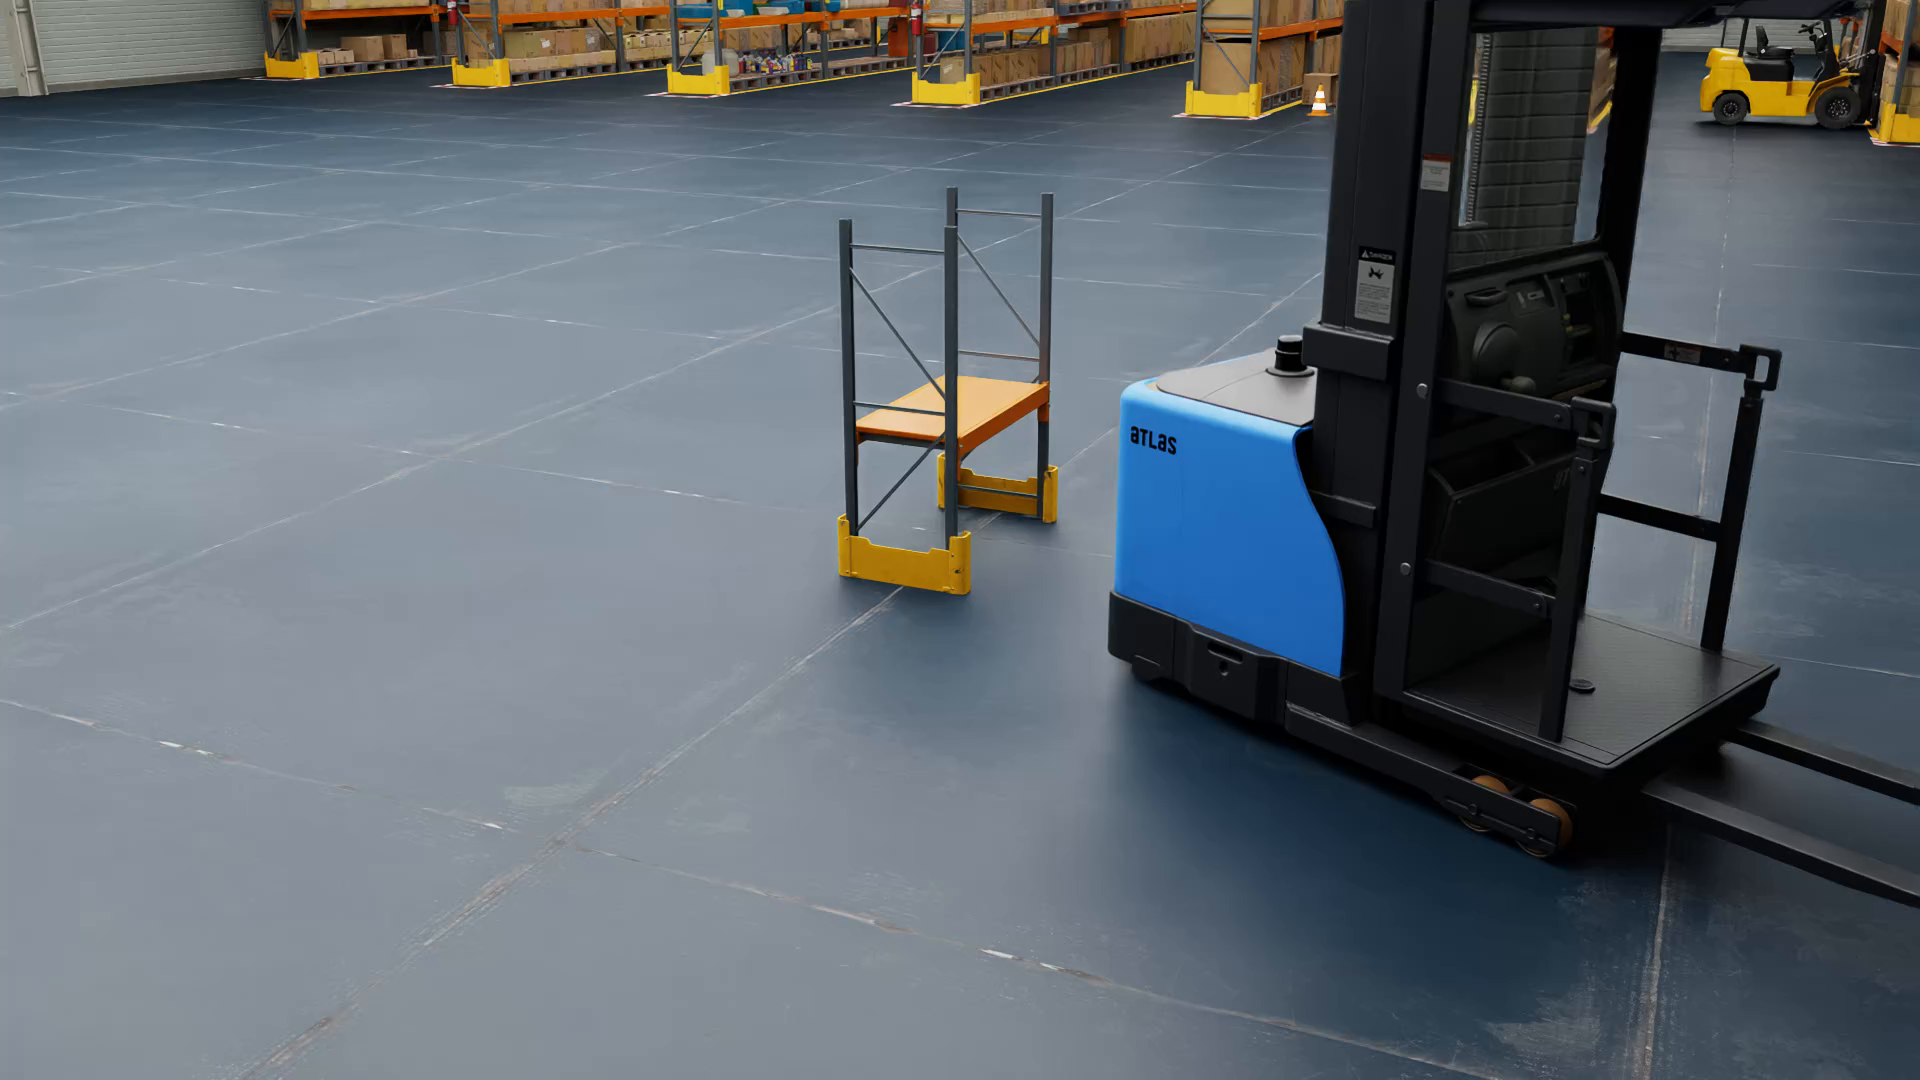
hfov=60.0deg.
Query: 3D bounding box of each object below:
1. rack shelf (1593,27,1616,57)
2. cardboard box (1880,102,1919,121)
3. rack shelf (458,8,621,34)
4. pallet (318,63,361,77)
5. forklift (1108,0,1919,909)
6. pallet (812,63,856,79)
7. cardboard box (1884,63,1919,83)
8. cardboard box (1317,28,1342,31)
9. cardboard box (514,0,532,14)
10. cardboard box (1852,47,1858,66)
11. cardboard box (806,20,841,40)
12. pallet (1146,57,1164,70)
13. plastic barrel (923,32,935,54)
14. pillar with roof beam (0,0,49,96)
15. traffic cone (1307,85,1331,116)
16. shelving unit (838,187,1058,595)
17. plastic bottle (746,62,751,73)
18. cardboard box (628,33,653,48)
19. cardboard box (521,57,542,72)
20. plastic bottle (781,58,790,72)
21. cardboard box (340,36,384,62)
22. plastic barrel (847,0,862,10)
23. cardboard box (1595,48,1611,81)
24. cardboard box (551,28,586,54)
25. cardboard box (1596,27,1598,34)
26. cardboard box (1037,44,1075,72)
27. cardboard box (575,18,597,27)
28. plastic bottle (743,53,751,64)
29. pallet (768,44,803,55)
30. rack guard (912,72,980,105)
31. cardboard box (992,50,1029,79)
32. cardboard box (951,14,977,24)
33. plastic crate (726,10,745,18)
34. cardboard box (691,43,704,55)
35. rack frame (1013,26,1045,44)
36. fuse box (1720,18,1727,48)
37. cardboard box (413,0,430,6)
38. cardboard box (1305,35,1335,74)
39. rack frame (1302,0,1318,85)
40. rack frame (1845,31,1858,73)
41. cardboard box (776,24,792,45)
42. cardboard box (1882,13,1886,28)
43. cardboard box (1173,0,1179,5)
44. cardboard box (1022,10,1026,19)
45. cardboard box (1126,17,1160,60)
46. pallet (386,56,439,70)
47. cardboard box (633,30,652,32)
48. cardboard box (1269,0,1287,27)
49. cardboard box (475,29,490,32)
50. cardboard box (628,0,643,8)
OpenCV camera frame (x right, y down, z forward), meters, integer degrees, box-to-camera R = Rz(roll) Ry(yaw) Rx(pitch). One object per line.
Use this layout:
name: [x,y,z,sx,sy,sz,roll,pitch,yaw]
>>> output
rack shelf: [9.586,-7.847,26.131,1.077,0.370,4.000,9,21,23]
cardboard box: [13.202,-5.984,23.296,0.500,0.250,0.500,9,21,23]
rack shelf: [-8.491,-10.567,33.780,1.077,0.370,4.000,9,21,23]
pallet: [-13.435,-9.927,35.066,1.003,0.211,1.213,9,21,23]
forklift: [1.894,-0.646,4.912,1.130,2.935,3.031,-16,25,-38]
pallet: [-2.868,-9.769,34.622,1.003,0.211,1.213,9,21,23]
cardboard box: [13.405,-6.609,23.560,0.500,0.250,0.500,9,21,24]
cardboard box: [7.527,-10.287,33.903,0.500,0.250,0.500,8,21,21]
cardboard box: [-8.896,-10.644,32.773,0.700,0.500,0.500,9,22,24]
cardboard box: [17.390,-9.150,31.825,0.500,0.500,0.500,8,21,21]
cardboard box: [-3.631,-13.569,44.217,0.797,0.503,0.637,9,21,23]
pallet: [3.895,-10.669,37.153,1.003,0.211,1.213,9,21,23]
plastic barrel: [-0.869,-11.619,38.634,0.600,0.588,0.708,9,21,23]
pillar with roof beam: [-12.863,-11.708,26.960,9.100,9.000,0.400,9,21,23]
traffic cone: [5.723,-6.995,26.448,0.336,0.463,0.334,9,21,23]
shelving unit: [-0.031,-0.683,7.152,0.587,1.500,1.083,9,21,23]
plastic bottle: [-4.134,-9.229,32.462,0.097,0.201,0.097,0,20,0]
cardboard box: [-7.065,-10.929,36.363,0.500,0.311,0.500,8,21,22]
cardboard box: [-8.686,-9.484,33.137,0.500,0.250,0.500,9,21,23]
plastic bottle: [-3.436,-9.318,32.602,0.152,0.276,0.135,9,21,24]
cardboard box: [-12.886,-10.594,35.855,0.700,0.500,0.500,7,21,19]
plastic barrel: [-2.262,-11.388,34.810,0.433,0.535,0.433,0,20,0]
cardboard box: [10.408,-7.836,27.383,0.500,0.500,0.500,8,21,22]
cardboard box: [-8.079,-10.297,34.304,0.500,0.500,0.500,9,21,23]
cardboard box: [9.368,-7.681,24.965,0.380,0.149,0.250,8,21,21]
cardboard box: [1.848,-9.515,32.821,0.700,0.500,0.500,8,21,22]
cardboard box: [-9.769,-13.078,42.347,0.750,0.750,0.750,8,21,22]
plastic bottle: [-4.191,-9.362,32.613,0.144,0.351,0.185,10,22,25]
pallet: [-4.694,-12.396,42.009,1.003,0.211,1.213,9,21,23]
rack guard: [-0.243,-7.780,28.599,1.175,0.500,0.348,9,21,23]
cardboard box: [0.936,-8.885,31.078,0.500,0.500,0.500,17,26,40]
cardboard box: [0.061,-8.871,28.310,0.380,0.149,0.250,9,21,23]
plastic crate: [-4.132,-9.719,30.715,0.298,0.136,0.250,9,21,23]
cardboard box: [-6.235,-11.291,38.217,0.500,0.250,0.500,8,21,22]
rack frame: [1.760,-14.505,43.779,1.000,3.000,0.127,9,21,23]
fuse box: [19.464,-13.253,42.181,0.539,1.711,0.414,9,21,23]
cardboard box: [-12.110,-11.949,36.785,0.500,0.250,0.500,9,21,23]
cardboard box: [6.419,-9.080,31.256,1.050,0.750,0.750,9,21,23]
rack frame: [5.848,-9.446,29.553,1.000,3.000,0.127,9,21,23]
rack frame: [18.211,-10.563,32.695,1.000,3.000,0.127,9,21,23]
cardboard box: [-4.547,-12.653,41.644,0.500,0.500,0.500,9,21,23]
cardboard box: [14.903,-8.237,26.377,0.500,0.250,0.500,9,22,24]
cardboard box: [4.698,-12.470,37.906,0.500,0.500,0.500,9,21,23]
cardboard box: [0.987,-9.558,30.242,0.380,0.149,0.250,9,21,23]
cardboard box: [3.676,-11.057,36.626,1.225,0.875,0.875,9,21,23]
pallet: [-12.435,-10.672,37.163,1.003,0.211,1.213,9,21,23]
cardboard box: [-7.145,-11.313,37.442,0.500,0.311,0.500,8,21,22]
cardboard box: [4.870,-8.739,27.340,0.875,0.550,0.550,9,21,23]
cardboard box: [-11.495,-11.768,39.158,0.700,0.500,0.500,9,21,23]
cardboard box: [-7.122,-11.642,36.104,0.380,0.149,0.250,9,21,23]
